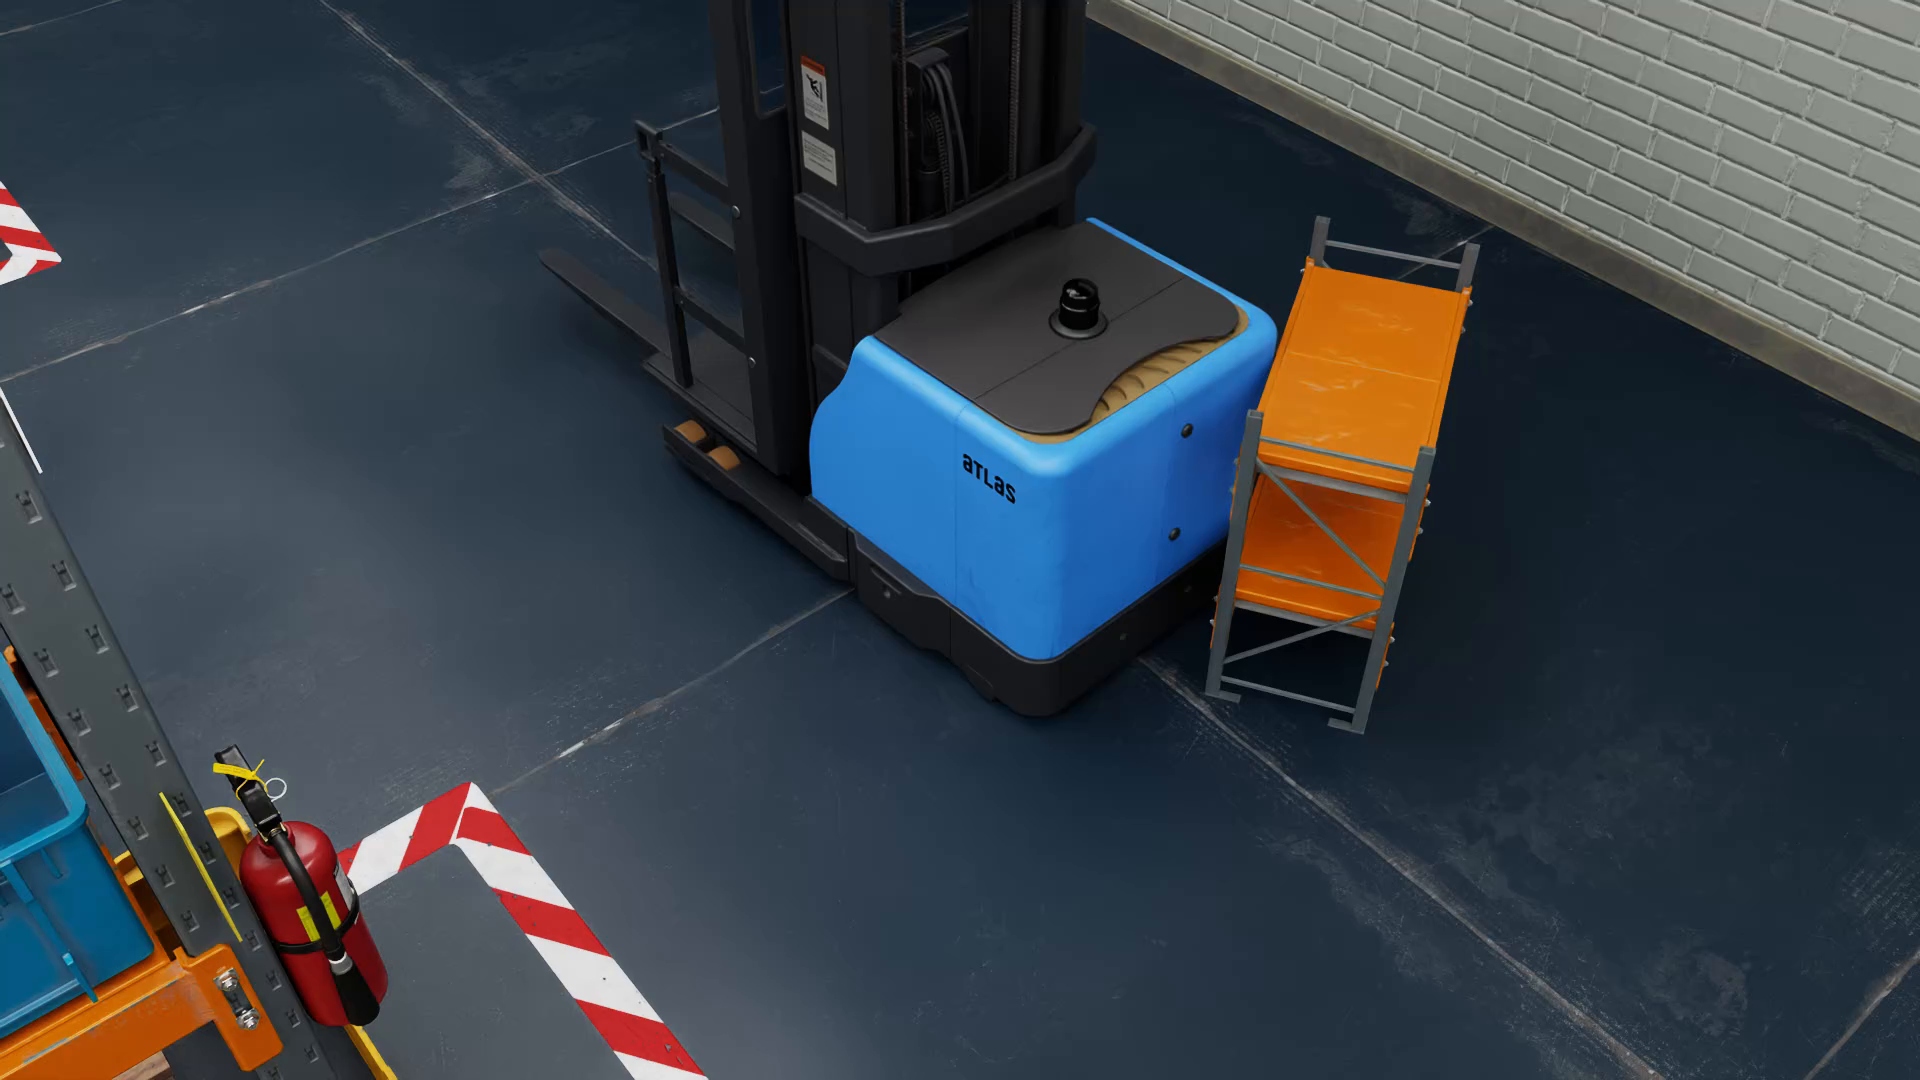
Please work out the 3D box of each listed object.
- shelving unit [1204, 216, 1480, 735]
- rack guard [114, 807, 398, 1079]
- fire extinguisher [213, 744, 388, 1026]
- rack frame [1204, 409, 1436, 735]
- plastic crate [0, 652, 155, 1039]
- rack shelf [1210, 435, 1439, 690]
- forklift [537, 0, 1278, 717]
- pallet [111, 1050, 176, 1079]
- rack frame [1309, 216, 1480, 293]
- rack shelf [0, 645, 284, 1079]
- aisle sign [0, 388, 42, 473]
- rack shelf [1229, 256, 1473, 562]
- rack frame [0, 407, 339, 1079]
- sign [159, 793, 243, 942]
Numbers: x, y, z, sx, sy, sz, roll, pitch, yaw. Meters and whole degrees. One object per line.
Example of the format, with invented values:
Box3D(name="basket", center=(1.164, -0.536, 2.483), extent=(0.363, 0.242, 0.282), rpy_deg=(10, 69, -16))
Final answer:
Box3D(name="shelving unit", center=(1.177, -0.206, 5.147), extent=(0.538, 1.125, 1.048), rpy_deg=(13, 45, 14))
Box3D(name="rack guard", center=(-1.650, 1.234, 4.071), extent=(0.348, 0.500, 1.175), rpy_deg=(-30, 51, -28))
Box3D(name="fire extinguisher", center=(-1.253, 0.677, 3.167), extent=(0.183, 0.674, 0.296), rpy_deg=(-30, 51, -28))
Box3D(name="rack frame", center=(1.010, 0.123, 4.797), extent=(0.500, 1.125, 0.032), rpy_deg=(13, 45, 14))
Box3D(name="plastic crate", center=(-1.797, 0.551, 2.903), extent=(0.499, 0.435, 0.616), rpy_deg=(-30, 51, -28))
Box3D(name="rack shelf", center=(1.177, -0.027, 5.315), extent=(0.538, 0.278, 1.000), rpy_deg=(13, 45, 14))
Box3D(name="forklift", center=(-0.418, -1.450, 5.153), extent=(1.130, 2.935, 3.031), rpy_deg=(-32, 52, -30))
Box3D(name="pallet", center=(-2.318, 1.699, 3.787), extent=(1.213, 0.211, 1.003), rpy_deg=(-30, 51, -28))
Box3D(name="rack frame", center=(1.344, -0.534, 5.497), extent=(0.500, 1.125, 0.032), rpy_deg=(13, 45, 14))
Box3D(name="rack shelf", center=(-3.194, 1.481, 2.507), extent=(4.000, 0.370, 1.077), rpy_deg=(-30, 51, -28))
Box3D(name="aisle sign", center=(-1.417, -0.485, 2.176), extent=(0.004, 0.787, 0.394), rpy_deg=(-30, 51, -28))
Box3D(name="rack shelf", center=(1.177, -0.419, 4.947), extent=(0.538, 0.278, 1.000), rpy_deg=(13, 45, 14))
Box3D(name="rack frame", center=(-1.660, 0.340, 3.197), extent=(0.127, 3.000, 1.000), rpy_deg=(-30, 51, -28))
Box3D(name="sign", center=(-1.295, 0.563, 2.841), extent=(0.005, 0.325, 0.100), rpy_deg=(-30, 51, -28))
